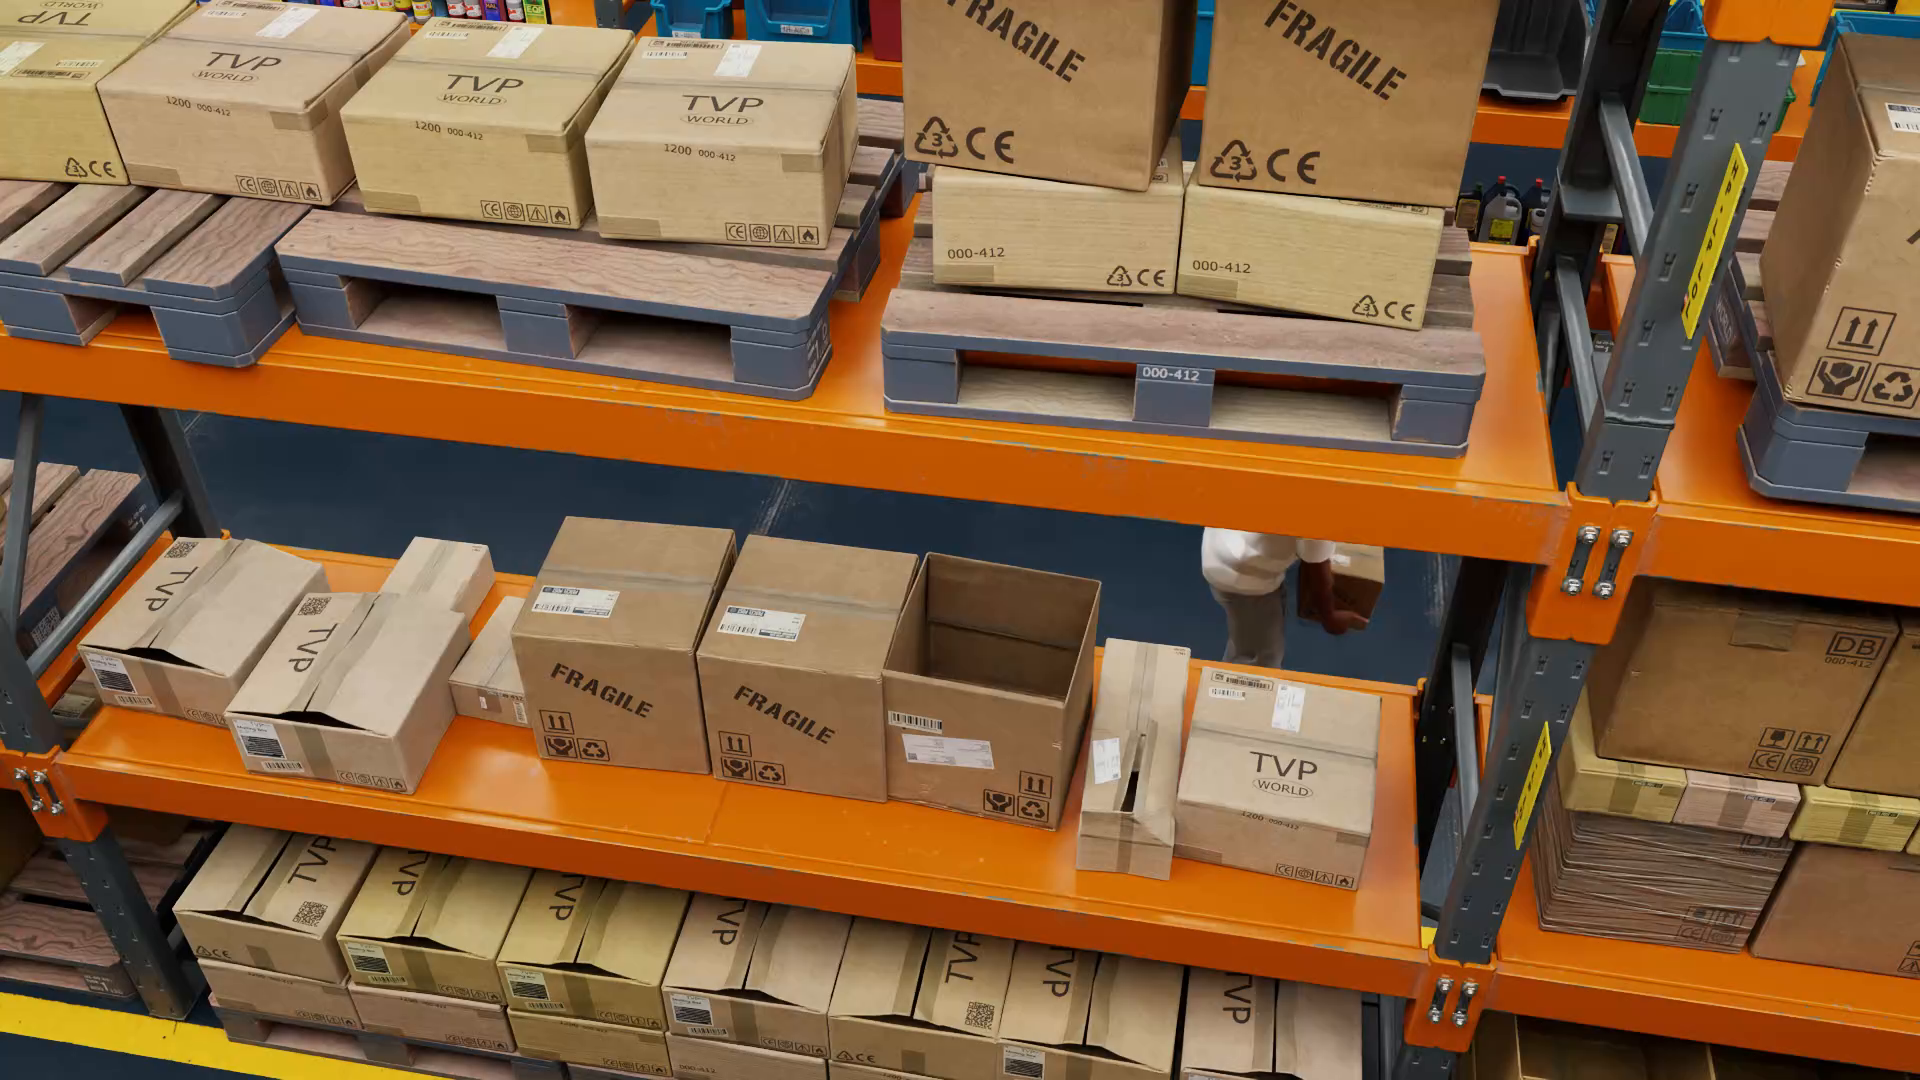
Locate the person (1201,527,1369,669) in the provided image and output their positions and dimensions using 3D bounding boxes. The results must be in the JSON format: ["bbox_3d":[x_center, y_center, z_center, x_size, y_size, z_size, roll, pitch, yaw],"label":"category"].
[{"bbox_3d":[1.196,0.103,6.072,0.637,1.693,0.488,6,41,7],"label":"person"}]
